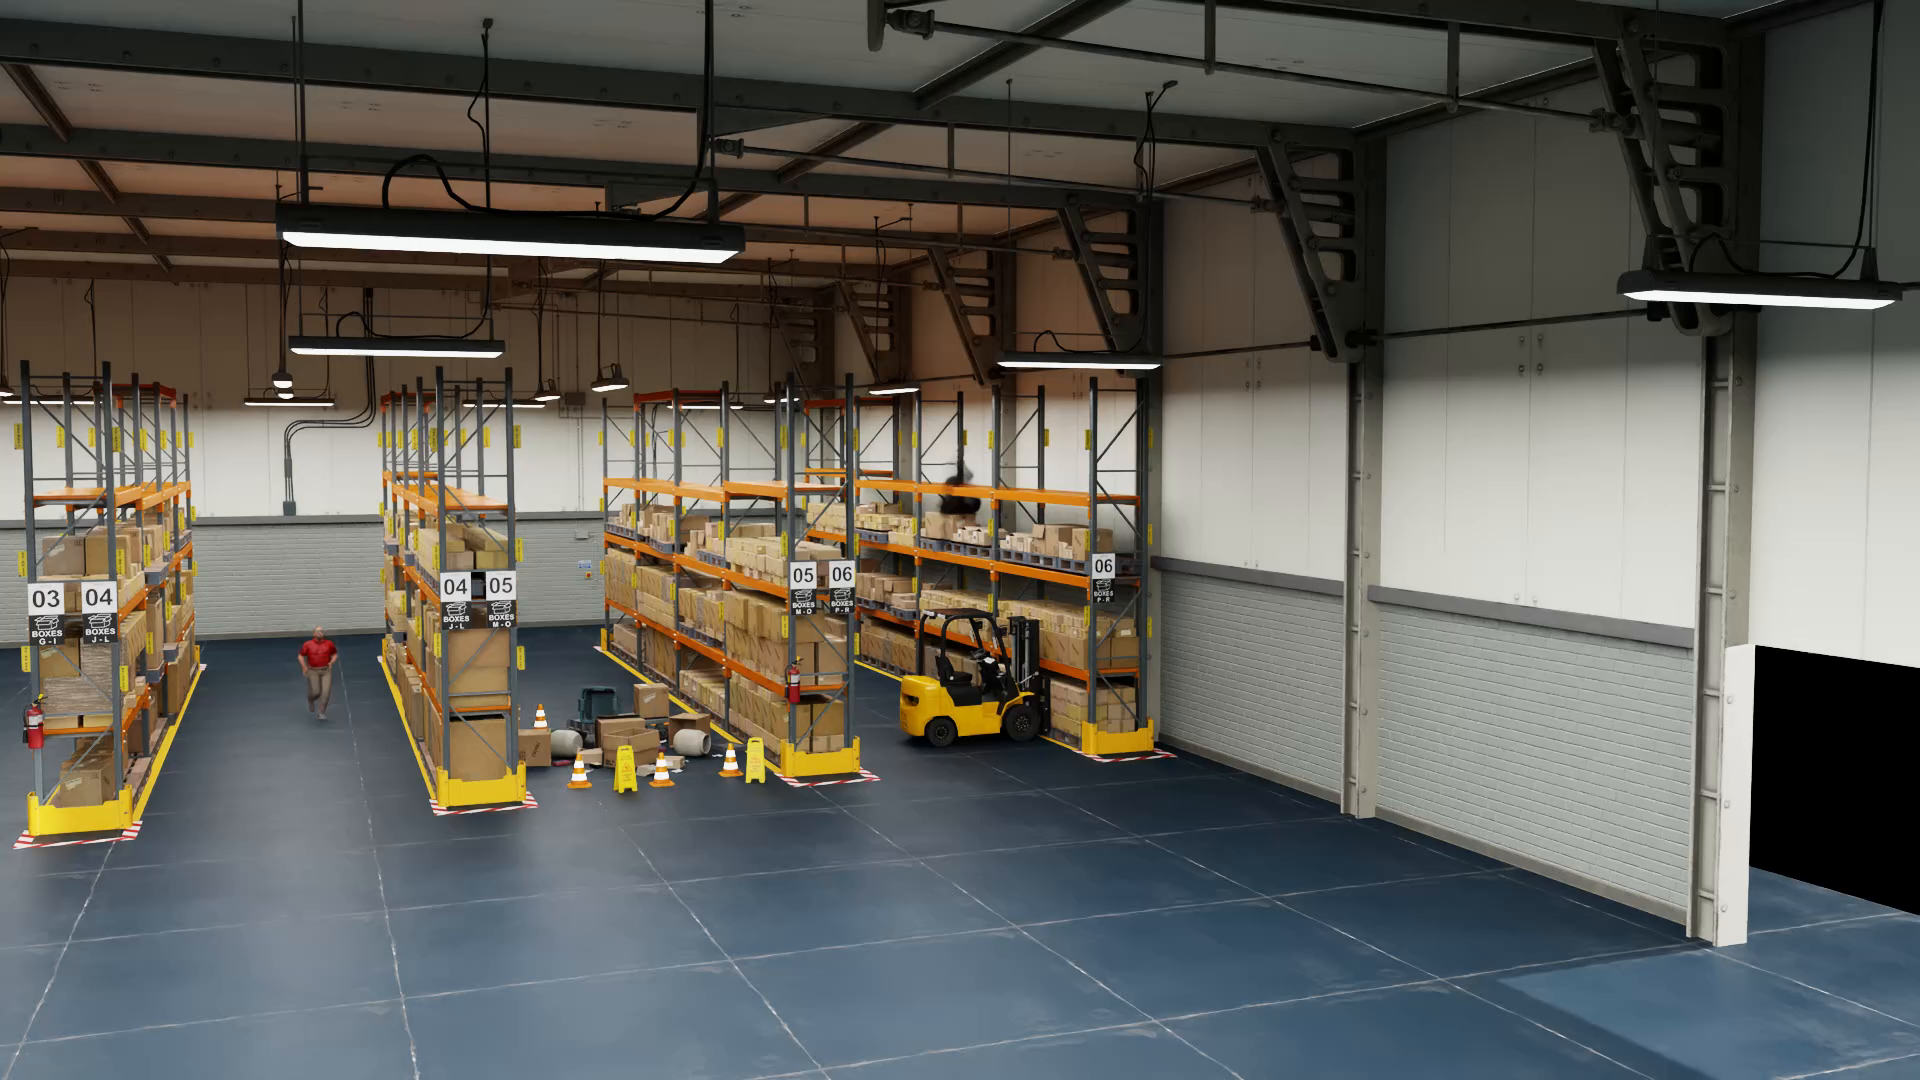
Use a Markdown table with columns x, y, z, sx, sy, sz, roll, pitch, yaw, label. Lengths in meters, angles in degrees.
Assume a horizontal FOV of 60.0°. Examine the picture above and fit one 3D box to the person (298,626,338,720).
| x | y | z | sx | sy | sz | roll | pitch | yaw | label |
| --- | --- | --- | --- | --- | --- | --- | --- | --- | --- |
| -11.458 | 2.374 | 29.756 | 0.664 | 1.672 | 0.601 | -2 | 4 | -32 | person |
